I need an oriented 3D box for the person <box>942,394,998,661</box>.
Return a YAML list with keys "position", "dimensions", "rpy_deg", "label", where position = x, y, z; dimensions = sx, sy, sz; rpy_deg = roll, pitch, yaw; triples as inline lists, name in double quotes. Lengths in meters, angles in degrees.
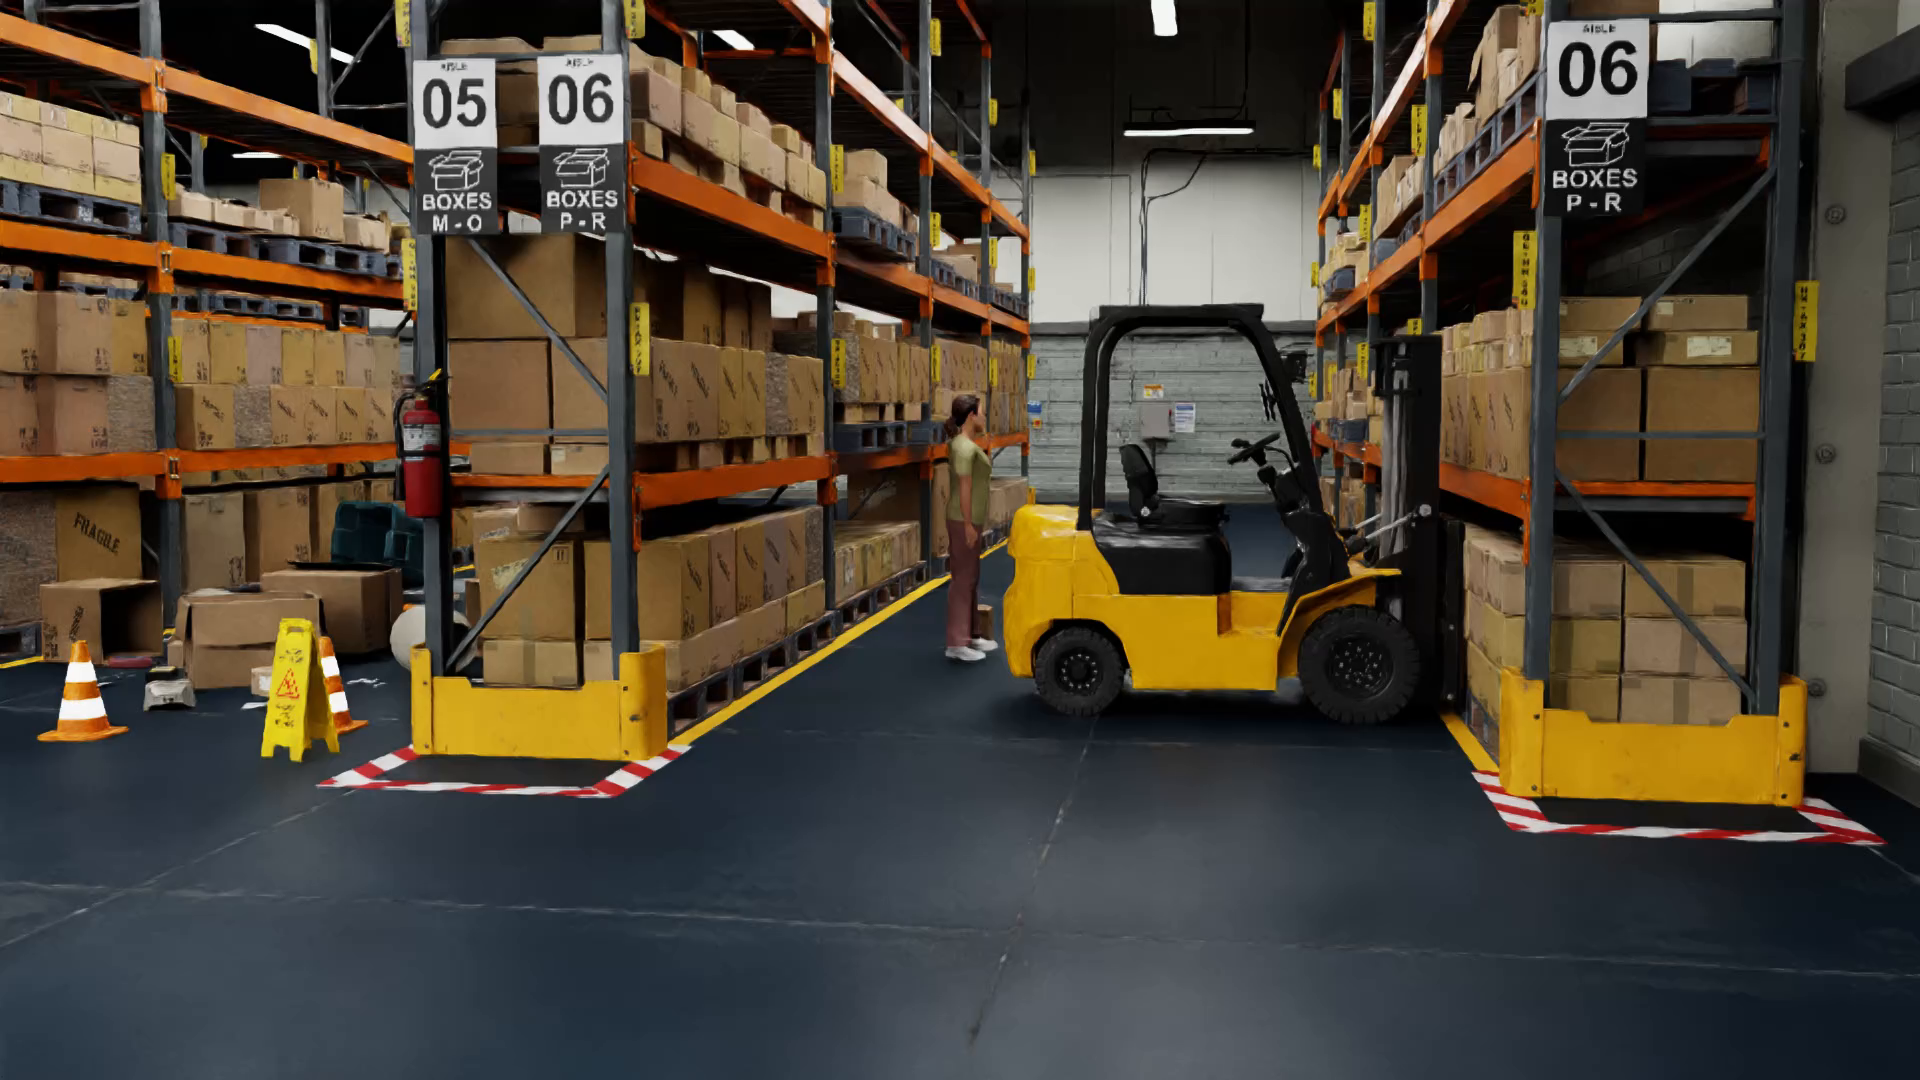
- position: [0.075, -0.073, 10.669]
  dimensions: [0.366, 1.645, 0.577]
  rpy_deg: [0, 5, -4]
  label: "person"
